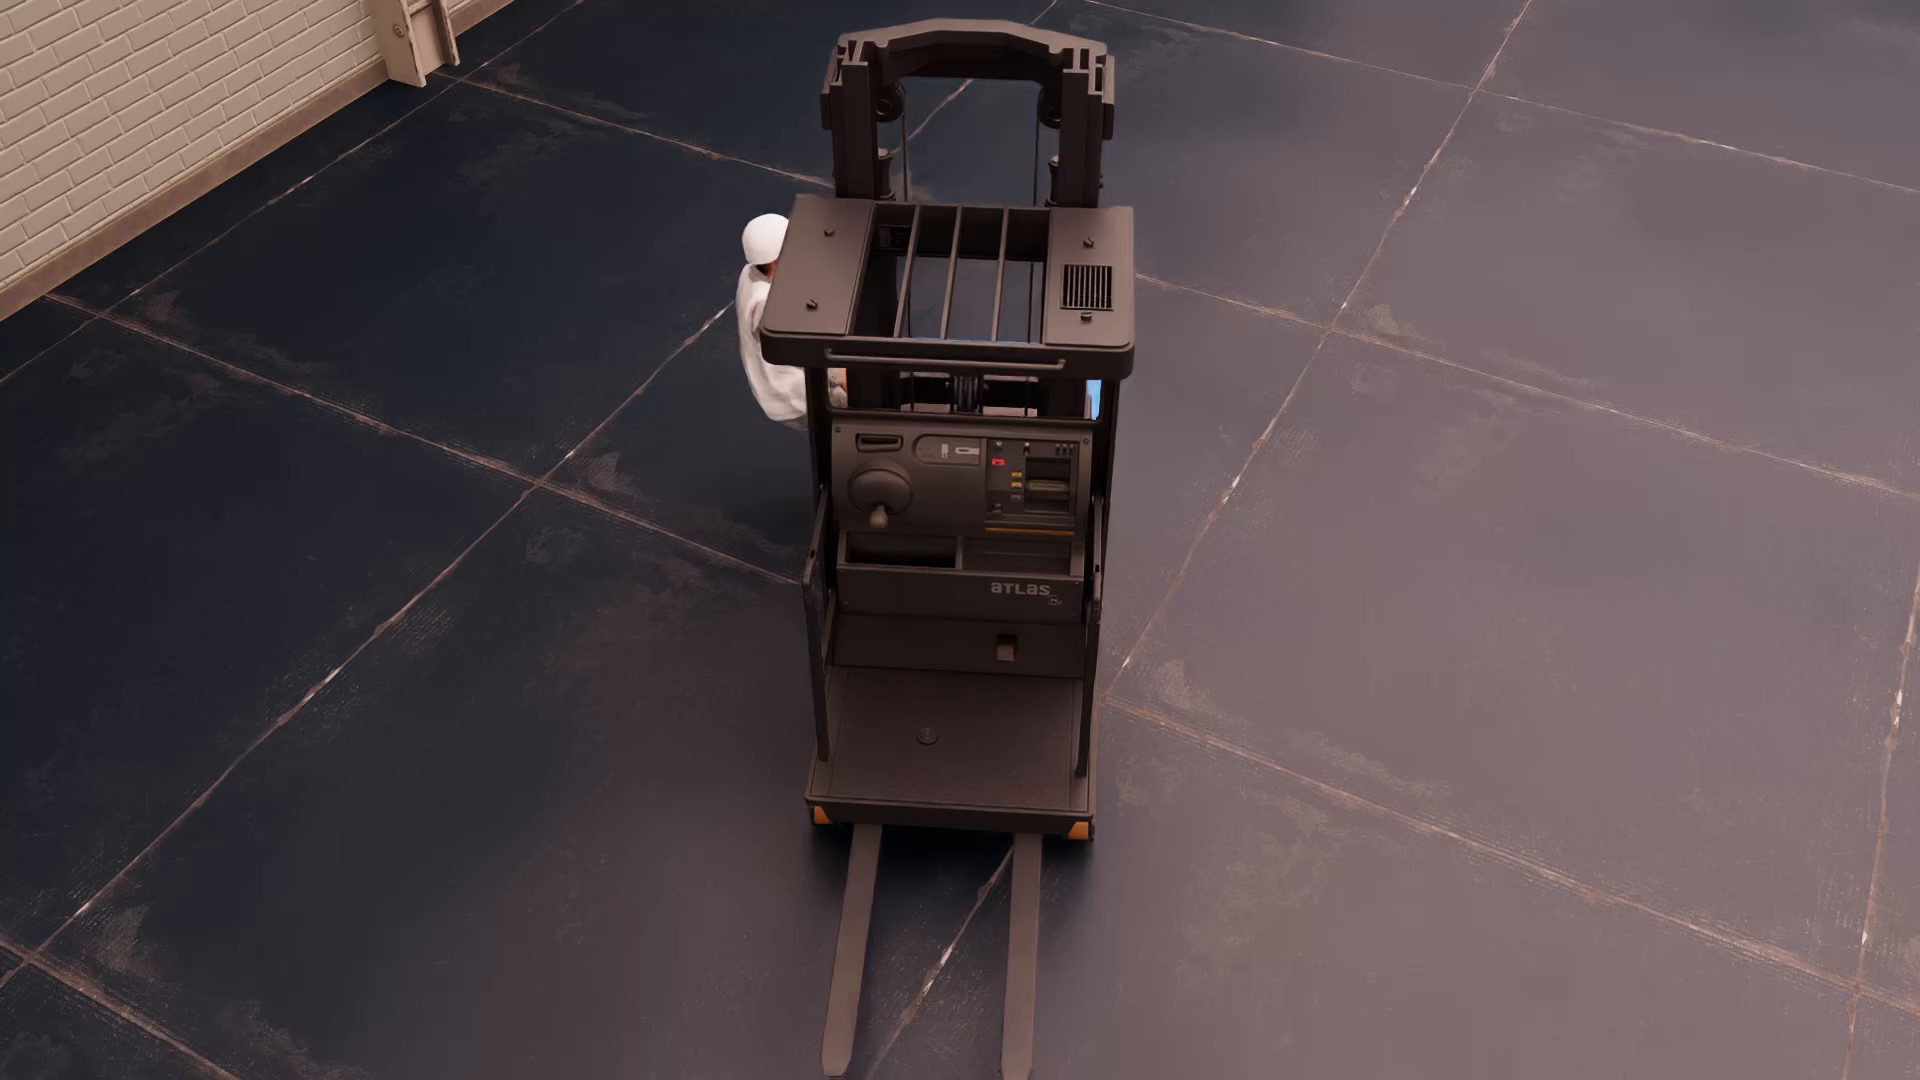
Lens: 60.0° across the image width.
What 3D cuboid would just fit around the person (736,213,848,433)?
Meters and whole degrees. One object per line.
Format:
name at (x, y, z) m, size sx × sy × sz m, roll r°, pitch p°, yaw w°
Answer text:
person at (-0.547, -0.802, 7.525) m, size 0.871 × 1.545 × 1.020 m, roll -15°, pitch 45°, yaw -16°

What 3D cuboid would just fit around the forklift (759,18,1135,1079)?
forklift at (-0.010, -0.132, 5.794) m, size 1.130 × 2.935 × 3.031 m, roll 3°, pitch 43°, yaw 3°
